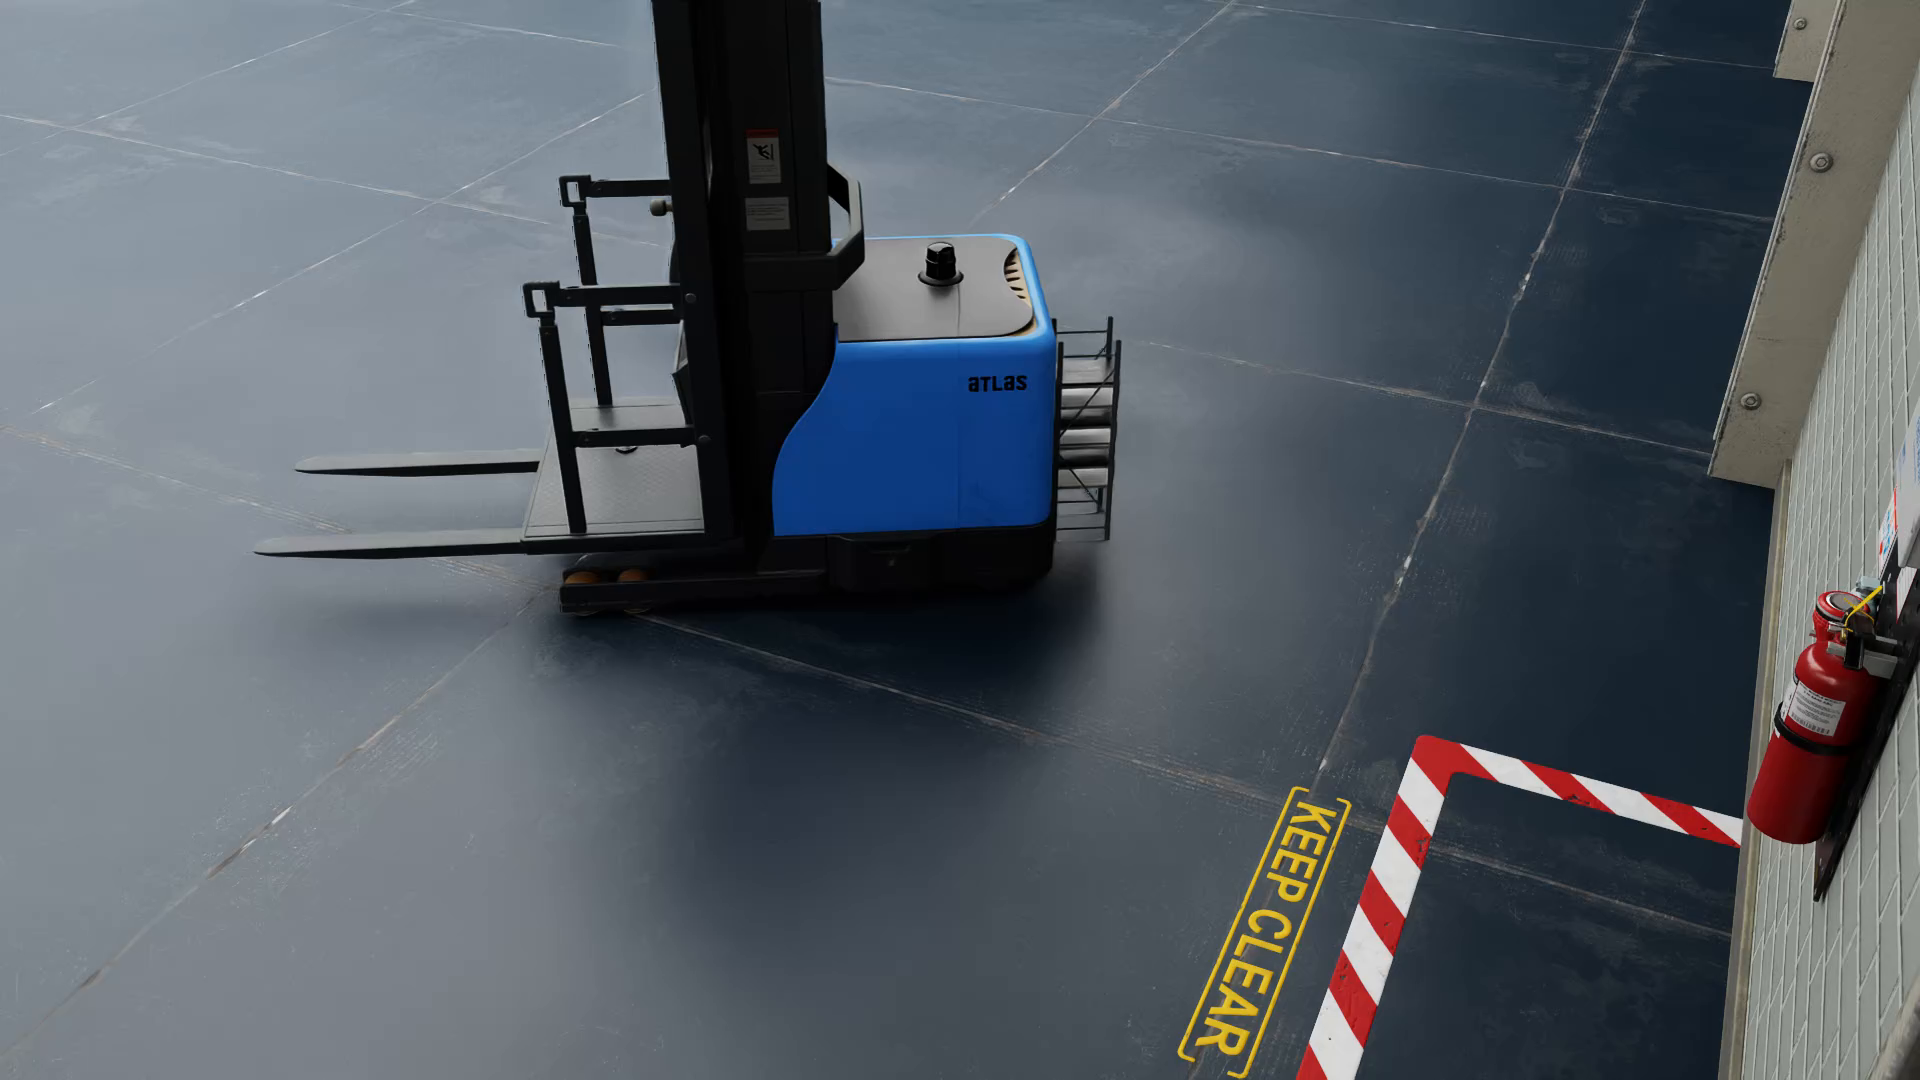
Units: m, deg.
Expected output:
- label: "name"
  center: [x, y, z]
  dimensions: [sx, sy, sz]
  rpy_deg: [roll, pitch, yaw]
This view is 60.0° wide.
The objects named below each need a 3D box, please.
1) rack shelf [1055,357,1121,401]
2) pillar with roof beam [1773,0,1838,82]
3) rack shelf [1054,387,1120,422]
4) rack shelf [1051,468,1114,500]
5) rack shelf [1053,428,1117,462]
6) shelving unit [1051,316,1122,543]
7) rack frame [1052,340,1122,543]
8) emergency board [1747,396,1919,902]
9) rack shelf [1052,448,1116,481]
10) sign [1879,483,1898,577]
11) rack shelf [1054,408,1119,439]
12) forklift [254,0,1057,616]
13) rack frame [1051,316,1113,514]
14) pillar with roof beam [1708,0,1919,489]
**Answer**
- label: "rack shelf"
  center: [0.480, -0.625, 6.450]
  dimensions: [0.258, 0.077, 0.200]
  rpy_deg: [-2, 33, -4]
- label: "pillar with roof beam"
  center: [2.049, -8.082, 10.869]
  dimensions: [9.100, 9.000, 0.400]
  rpy_deg: [14, 36, 20]
- label: "rack shelf"
  center: [0.480, -0.550, 6.499]
  dimensions: [0.258, 0.077, 0.200]
  rpy_deg: [-2, 33, -4]
- label: "rack shelf"
  center: [0.479, -0.249, 6.697]
  dimensions: [0.258, 0.077, 0.200]
  rpy_deg: [-2, 33, -4]
- label: "rack shelf"
  center: [0.479, -0.399, 6.598]
  dimensions: [0.258, 0.077, 0.200]
  rpy_deg: [-2, 33, -4]
- label: "shelving unit"
  center: [0.480, -0.427, 6.580]
  dimensions: [0.258, 0.900, 0.210]
  rpy_deg: [-2, 33, -4]
- label: "rack frame"
  center: [0.487, -0.371, 6.495]
  dimensions: [0.240, 0.900, 0.006]
  rpy_deg: [-2, 33, -4]
- label: "emergency board"
  center: [2.007, 0.169, 3.757]
  dimensions: [0.194, 1.169, 0.643]
  rpy_deg: [14, 36, 20]
- label: "rack shelf"
  center: [0.479, -0.324, 6.647]
  dimensions: [0.258, 0.077, 0.200]
  rpy_deg: [-2, 33, -4]
- label: "sign"
  center: [2.332, -0.098, 4.131]
  dimensions: [0.001, 0.329, 0.234]
  rpy_deg: [14, 36, 20]
- label: "rack shelf"
  center: [0.480, -0.474, 6.549]
  dimensions: [0.258, 0.077, 0.200]
  rpy_deg: [-2, 33, -4]
- label: "forklift"
  center: [-1.184, -1.240, 5.969]
  dimensions: [3.031, 2.935, 1.130]
  rpy_deg: [-2, 33, -4]
- label: "rack frame"
  center: [0.472, -0.483, 6.665]
  dimensions: [0.240, 0.900, 0.006]
  rpy_deg: [-2, 33, -4]
- label: "pillar with roof beam"
  center: [-0.461, -5.094, 6.312]
  dimensions: [9.100, 9.000, 0.400]
  rpy_deg: [14, 36, 20]
